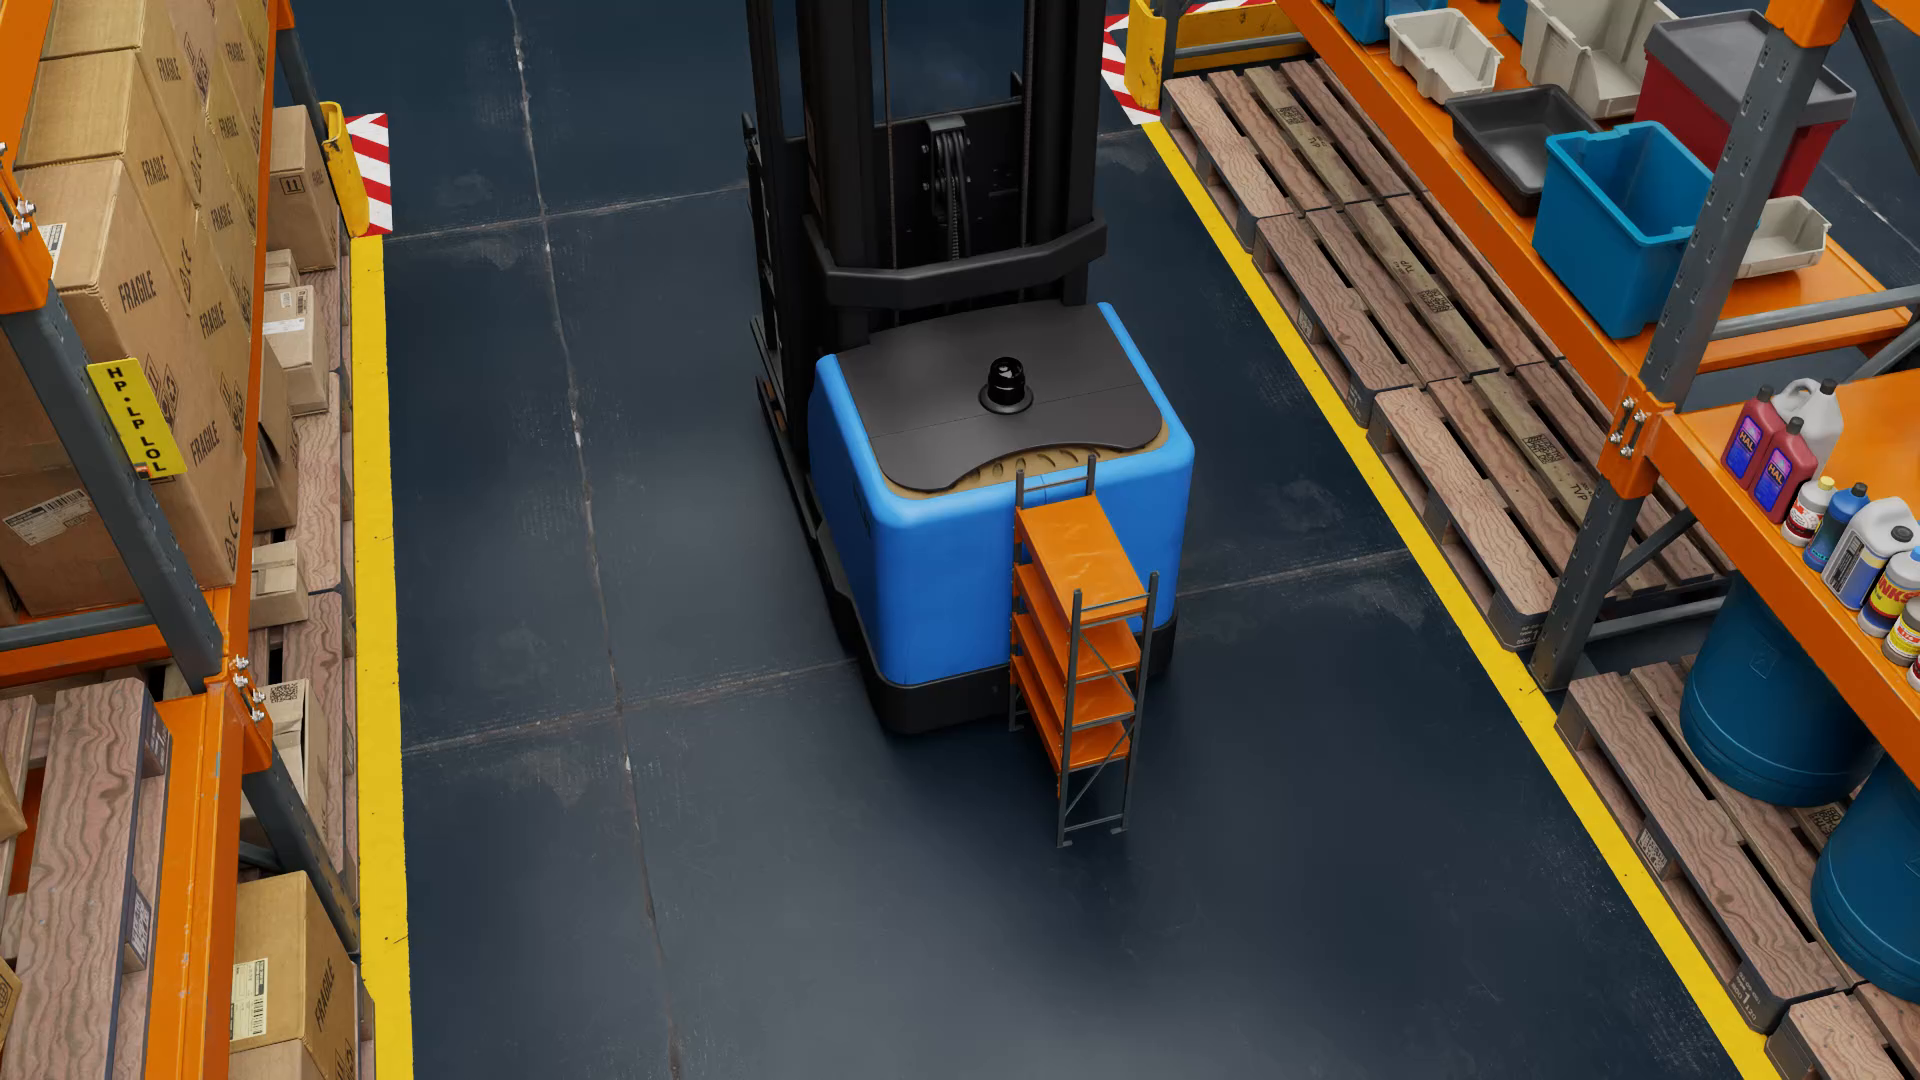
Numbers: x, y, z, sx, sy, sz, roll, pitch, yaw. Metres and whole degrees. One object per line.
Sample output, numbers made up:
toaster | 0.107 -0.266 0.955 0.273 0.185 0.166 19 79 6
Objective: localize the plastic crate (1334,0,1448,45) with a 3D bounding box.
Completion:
plastic crate | 1.614 -2.029 6.213 0.416 0.233 0.300 -11 47 -10

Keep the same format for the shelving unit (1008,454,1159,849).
shelving unit | 0.349 0.366 5.051 0.258 1.200 0.503 -12 47 -12

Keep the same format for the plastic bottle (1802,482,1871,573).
plastic bottle | 2.267 -0.040 4.279 0.097 0.271 0.097 0 46 0

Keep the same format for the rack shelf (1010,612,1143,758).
rack shelf | 0.349 0.413 5.099 0.258 0.148 0.480 -12 47 -12

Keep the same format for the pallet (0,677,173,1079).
pallet | -2.211 0.890 3.412 1.003 0.211 1.213 -11 47 -10

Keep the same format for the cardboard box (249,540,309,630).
cardboard box | -2.439 0.164 5.665 0.380 0.166 0.250 -11 47 -10

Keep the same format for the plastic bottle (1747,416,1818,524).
plastic bottle | 2.195 -0.188 4.416 0.061 0.283 0.133 -11 47 -10

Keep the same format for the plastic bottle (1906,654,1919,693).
plastic bottle | 2.377 0.279 4.015 0.097 0.201 0.097 0 46 0

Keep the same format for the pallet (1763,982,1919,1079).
pallet | 2.953 1.708 4.428 1.003 0.211 1.213 -11 47 -10

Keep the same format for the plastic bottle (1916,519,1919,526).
plastic bottle | 2.439 0.024 4.266 0.097 0.201 0.097 0 46 0

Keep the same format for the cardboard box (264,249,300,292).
cardboard box | -2.940 -1.046 6.851 0.380 0.166 0.250 -11 47 -10

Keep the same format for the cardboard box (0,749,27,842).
cardboard box | -2.405 0.437 3.357 0.700 0.500 0.500 -26 51 -23

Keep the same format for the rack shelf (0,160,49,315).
rack shelf | -1.798 0.834 1.736 1.077 0.370 4.000 -11 47 -10

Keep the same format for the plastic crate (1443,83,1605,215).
plastic crate | 1.933 -1.300 5.575 0.437 0.125 0.590 -11 47 -10

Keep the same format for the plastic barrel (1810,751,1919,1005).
plastic barrel | 2.784 0.803 4.538 0.600 0.901 0.708 -11 47 -10

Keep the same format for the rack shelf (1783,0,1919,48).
rack shelf | 2.992 -0.069 2.621 1.077 0.370 4.000 -11 47 -10

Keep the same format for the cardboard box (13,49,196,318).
cardboard box | -2.291 -0.867 4.229 0.500 0.500 0.500 -12 47 -12

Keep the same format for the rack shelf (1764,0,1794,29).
rack shelf | 1.968 -2.831 5.327 1.077 0.370 4.000 -11 47 -10

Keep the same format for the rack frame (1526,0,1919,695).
rack frame | 2.480 -0.652 4.789 1.000 3.000 0.127 -11 47 -10

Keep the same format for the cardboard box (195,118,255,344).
cardboard box | -2.437 -0.884 4.946 0.500 0.500 0.500 -11 47 -11

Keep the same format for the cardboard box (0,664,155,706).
cardboard box | -2.730 0.631 4.974 0.500 0.500 0.500 -11 47 -10

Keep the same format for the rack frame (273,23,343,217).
rack frame | -3.334 -2.510 6.610 1.000 3.000 0.127 -11 47 -10

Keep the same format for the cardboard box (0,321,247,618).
cardboard box | -2.177 -0.186 4.262 0.500 0.500 0.500 -10 46 -9

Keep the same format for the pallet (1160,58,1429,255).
pallet | 1.629 -1.861 7.926 1.003 0.211 1.213 -11 47 -10

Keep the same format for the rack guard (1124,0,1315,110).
rack guard | 1.437 -2.553 8.402 1.175 0.500 0.348 -11 47 -10

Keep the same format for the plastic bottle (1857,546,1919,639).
plastic bottle | 2.327 0.120 4.122 0.097 0.271 0.097 0 46 0

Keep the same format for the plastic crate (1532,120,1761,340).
plastic crate | 2.030 -0.927 5.028 0.392 0.384 0.575 -11 47 -10

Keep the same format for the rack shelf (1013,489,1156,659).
rack shelf | 0.349 0.091 4.771 0.258 0.148 0.480 -12 47 -12

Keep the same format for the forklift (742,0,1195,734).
forklift | -0.184 -1.456 5.624 1.130 2.935 3.031 -12 47 -12

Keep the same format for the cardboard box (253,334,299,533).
cardboard box | -2.796 -0.325 5.908 0.797 0.503 0.637 -11 47 -10

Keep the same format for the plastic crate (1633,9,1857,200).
plastic crate | 2.493 -1.358 5.393 0.402 0.464 0.583 -11 47 -10

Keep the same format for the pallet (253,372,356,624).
pallet | -2.800 -0.091 6.192 1.003 0.211 1.213 -11 47 -10

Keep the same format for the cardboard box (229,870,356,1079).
cardboard box | -1.906 1.260 4.357 0.500 0.500 0.500 -11 47 -11

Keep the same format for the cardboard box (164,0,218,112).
cardboard box | -2.555 -1.578 4.926 0.500 0.500 0.500 -9 46 -9

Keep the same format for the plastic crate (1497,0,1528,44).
plastic crate | 2.229 -2.005 6.190 0.416 0.233 0.300 -11 47 -10

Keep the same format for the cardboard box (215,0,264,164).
cardboard box | -2.697 -1.583 5.631 0.500 0.500 0.500 -10 46 -10

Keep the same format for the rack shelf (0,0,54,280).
rack shelf | -2.822 -1.928 4.442 1.077 0.370 4.000 -11 47 -10

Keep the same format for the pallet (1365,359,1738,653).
pallet | 2.254 -0.176 6.275 1.003 0.211 1.213 -11 47 -10

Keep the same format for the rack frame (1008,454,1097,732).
rack frame | 0.278 0.199 5.215 0.240 1.200 0.015 -12 47 -12

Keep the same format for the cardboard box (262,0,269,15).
cardboard box | -2.956 -2.286 6.320 0.500 0.500 0.500 -9 46 -9
